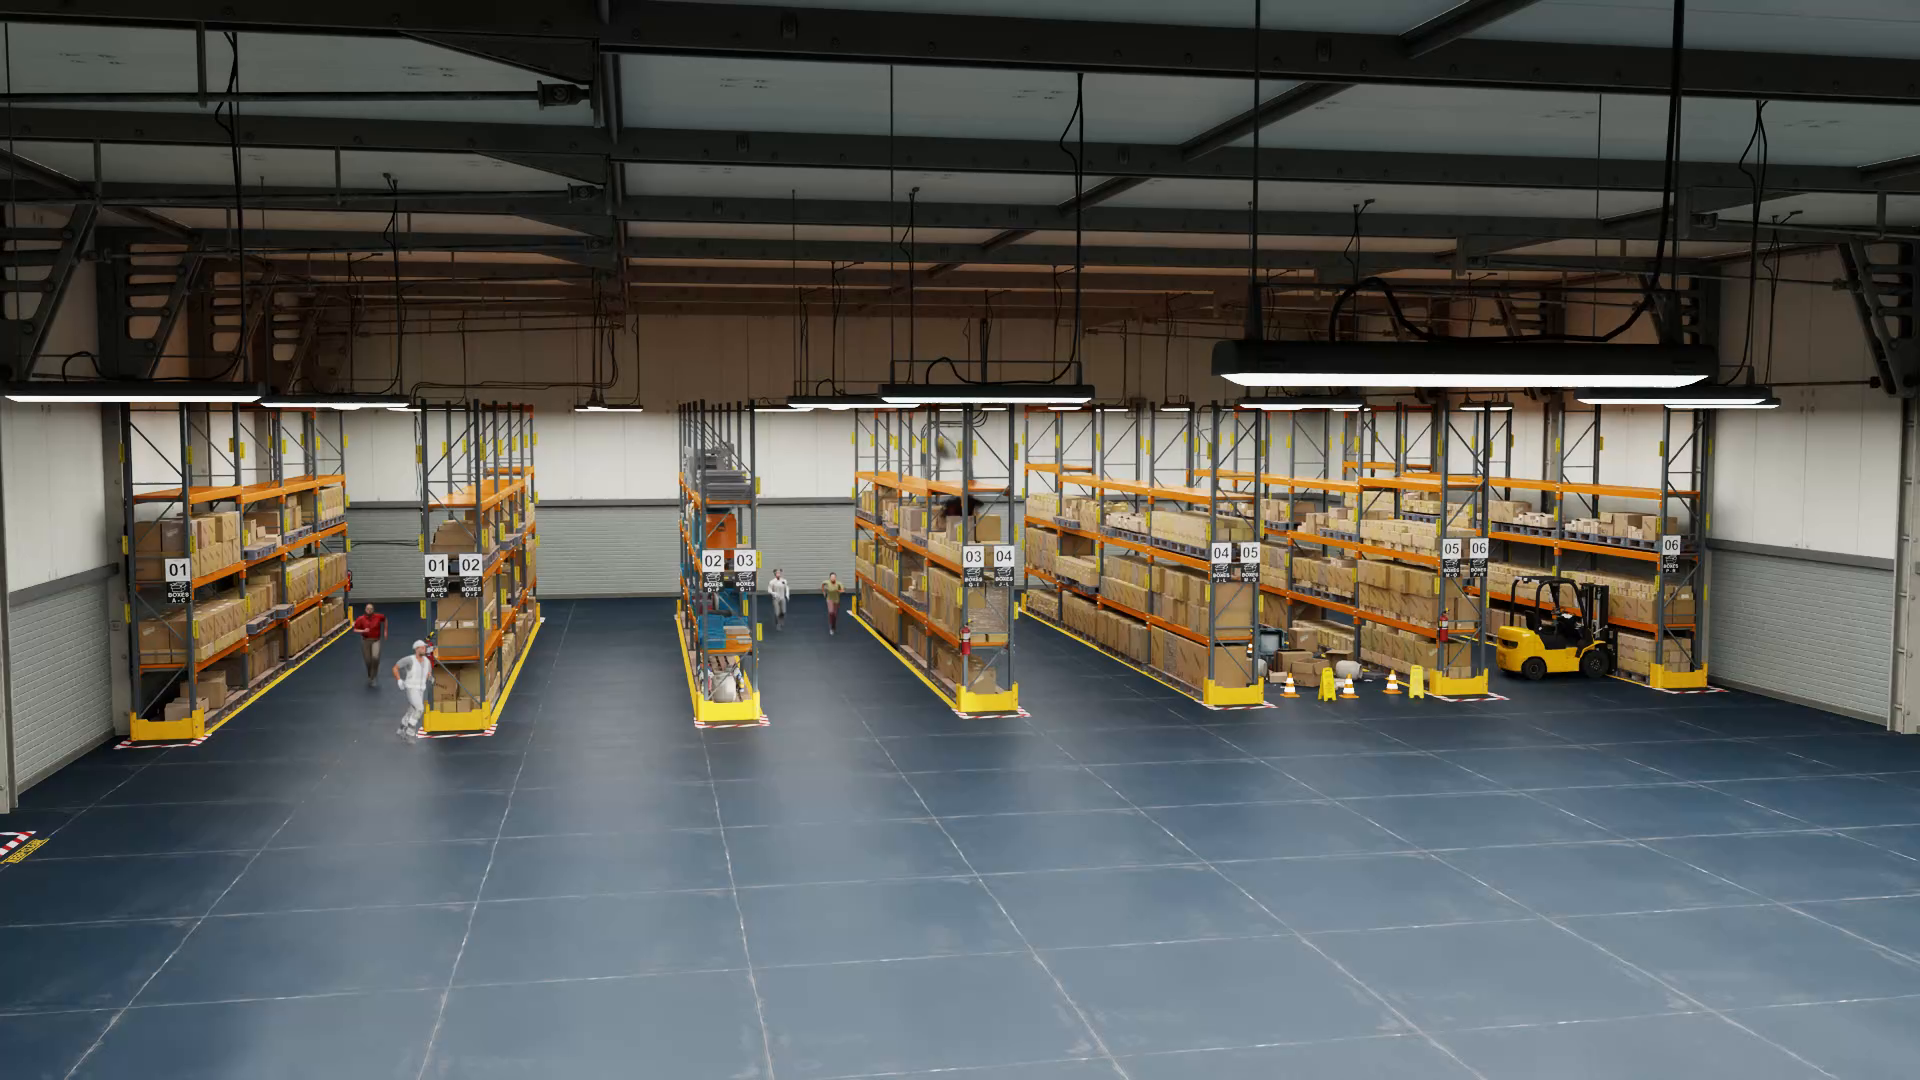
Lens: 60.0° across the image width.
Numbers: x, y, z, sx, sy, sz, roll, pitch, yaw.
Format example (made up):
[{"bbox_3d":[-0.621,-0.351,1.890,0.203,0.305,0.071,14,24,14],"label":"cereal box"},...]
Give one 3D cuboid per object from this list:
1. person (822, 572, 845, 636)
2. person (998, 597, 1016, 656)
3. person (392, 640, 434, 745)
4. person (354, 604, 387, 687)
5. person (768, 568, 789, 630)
[{"bbox_3d":[-3.299,1.644,43.276,0.573,1.659,0.904,-1,4,-11],"label":"person"},{"bbox_3d":[0.986,1.814,39.861,0.684,1.801,0.908,-1,5,-19],"label":"person"},{"bbox_3d":[-9.537,2.658,29.145,0.712,1.793,0.697,2,5,25],"label":"person"},{"bbox_3d":[-12.473,2.224,35.218,0.686,1.780,0.876,-2,5,-21],"label":"person"},{"bbox_3d":[-4.779,1.582,44.049,0.604,1.646,0.515,-1,4,-16],"label":"person"}]
